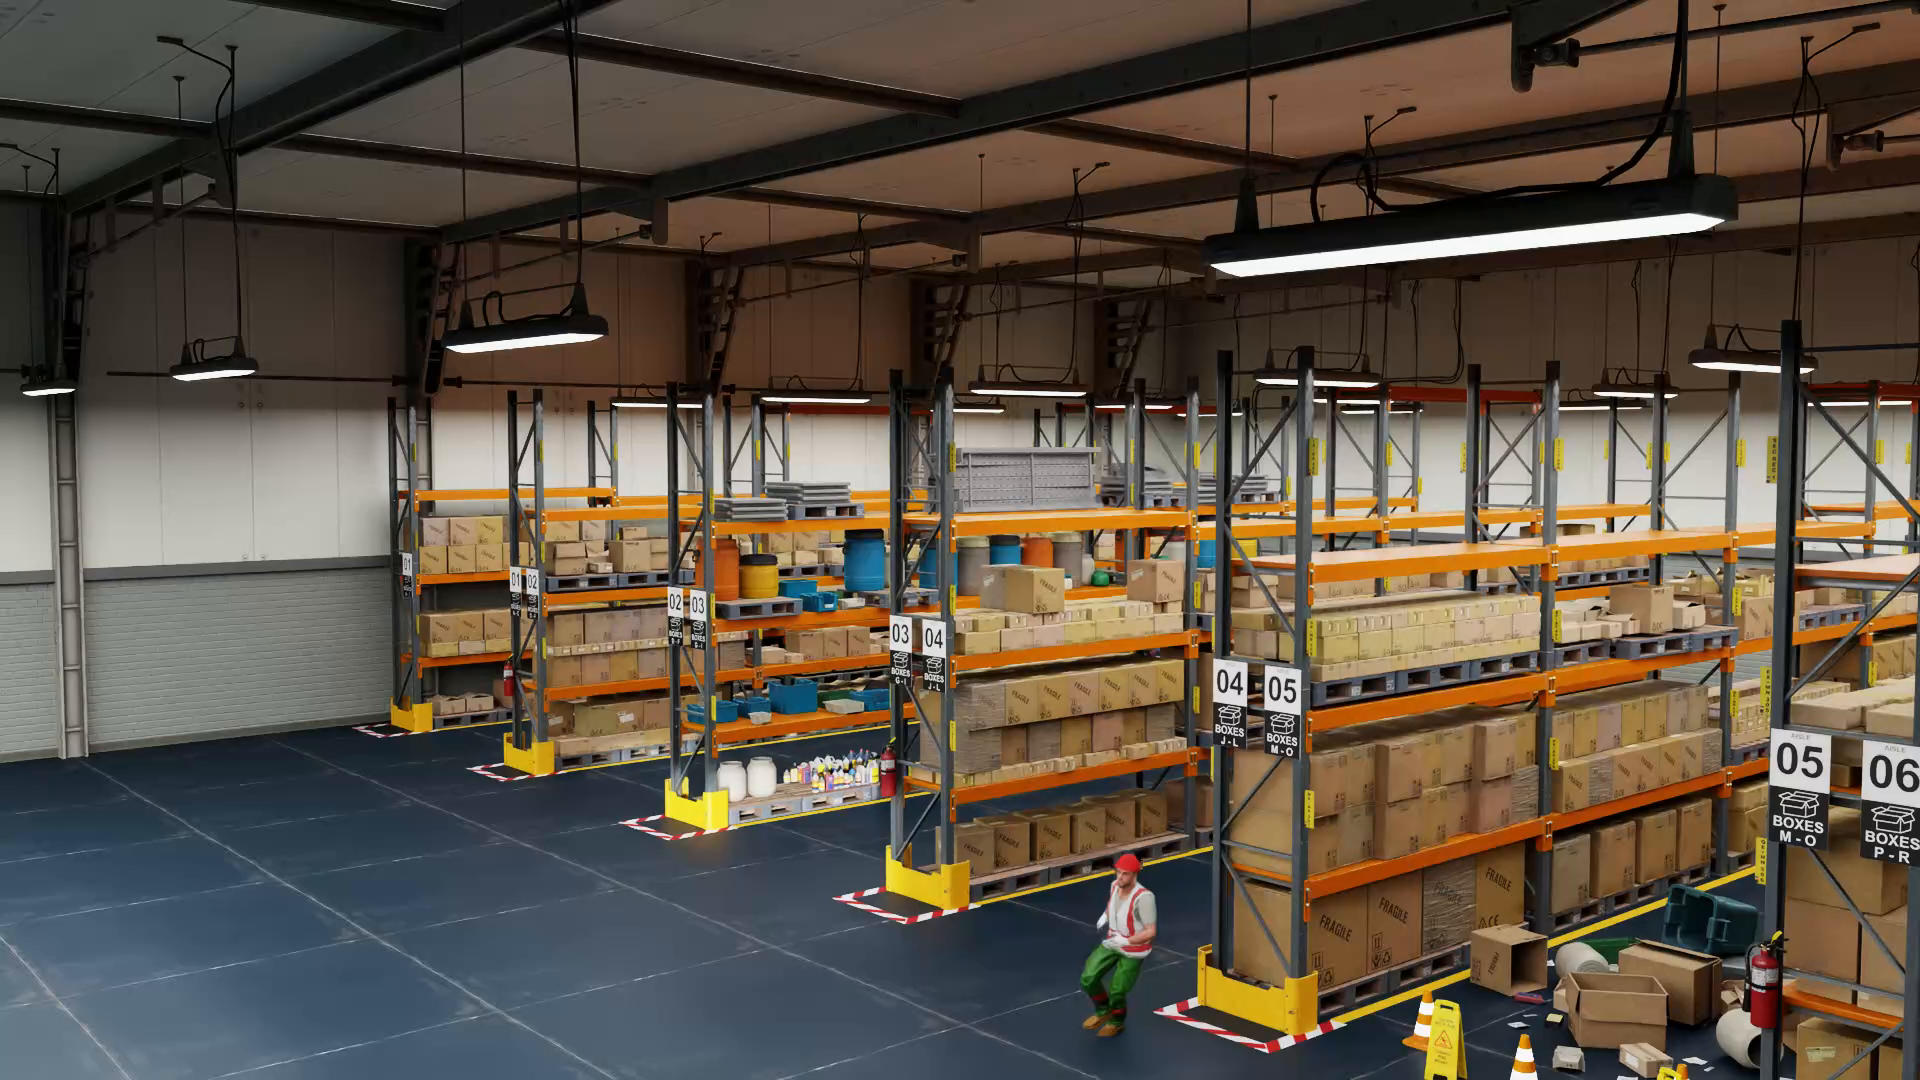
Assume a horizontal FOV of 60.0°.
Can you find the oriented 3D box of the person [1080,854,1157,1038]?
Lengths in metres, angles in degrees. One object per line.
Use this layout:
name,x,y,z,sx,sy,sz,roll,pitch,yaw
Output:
person,1.346,3.497,14.237,0.846,1.690,0.715,3,4,40
